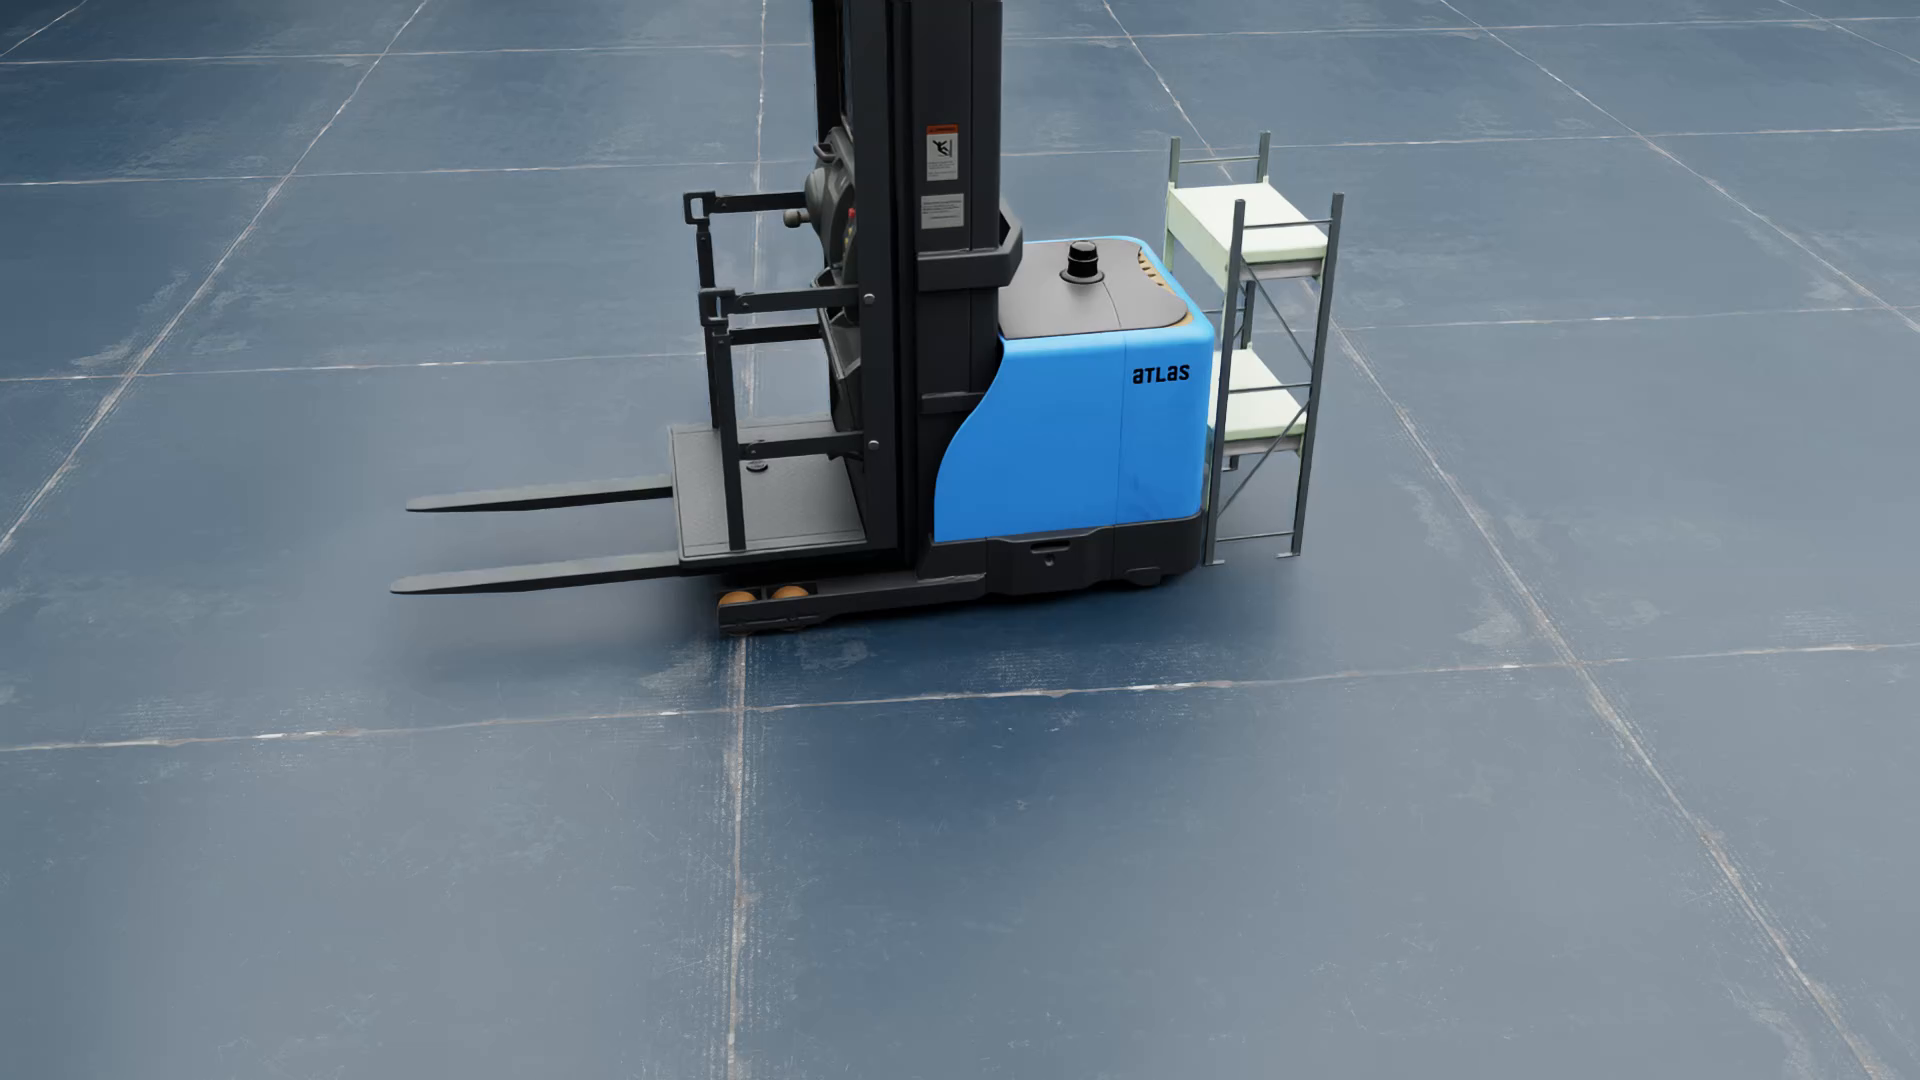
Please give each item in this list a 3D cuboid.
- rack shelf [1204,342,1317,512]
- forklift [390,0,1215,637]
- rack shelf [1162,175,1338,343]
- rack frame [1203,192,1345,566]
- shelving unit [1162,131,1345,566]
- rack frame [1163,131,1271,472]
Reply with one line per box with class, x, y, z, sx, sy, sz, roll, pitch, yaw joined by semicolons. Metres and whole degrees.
rack shelf;1.088;-0.469;6.709;0.431;0.370;0.720;-6;31;-10
forklift;-0.635;-1.195;5.893;3.031;2.935;1.130;-6;31;-9
rack shelf;1.088;-1.084;6.341;0.431;0.370;0.720;-6;31;-10
rack frame;1.161;-0.565;6.234;0.400;1.500;0.023;-6;31;-10
shelving unit;1.088;-0.749;6.542;0.431;1.500;0.755;-6;31;-10
rack frame;1.015;-0.933;6.849;0.400;1.500;0.023;-6;31;-10
